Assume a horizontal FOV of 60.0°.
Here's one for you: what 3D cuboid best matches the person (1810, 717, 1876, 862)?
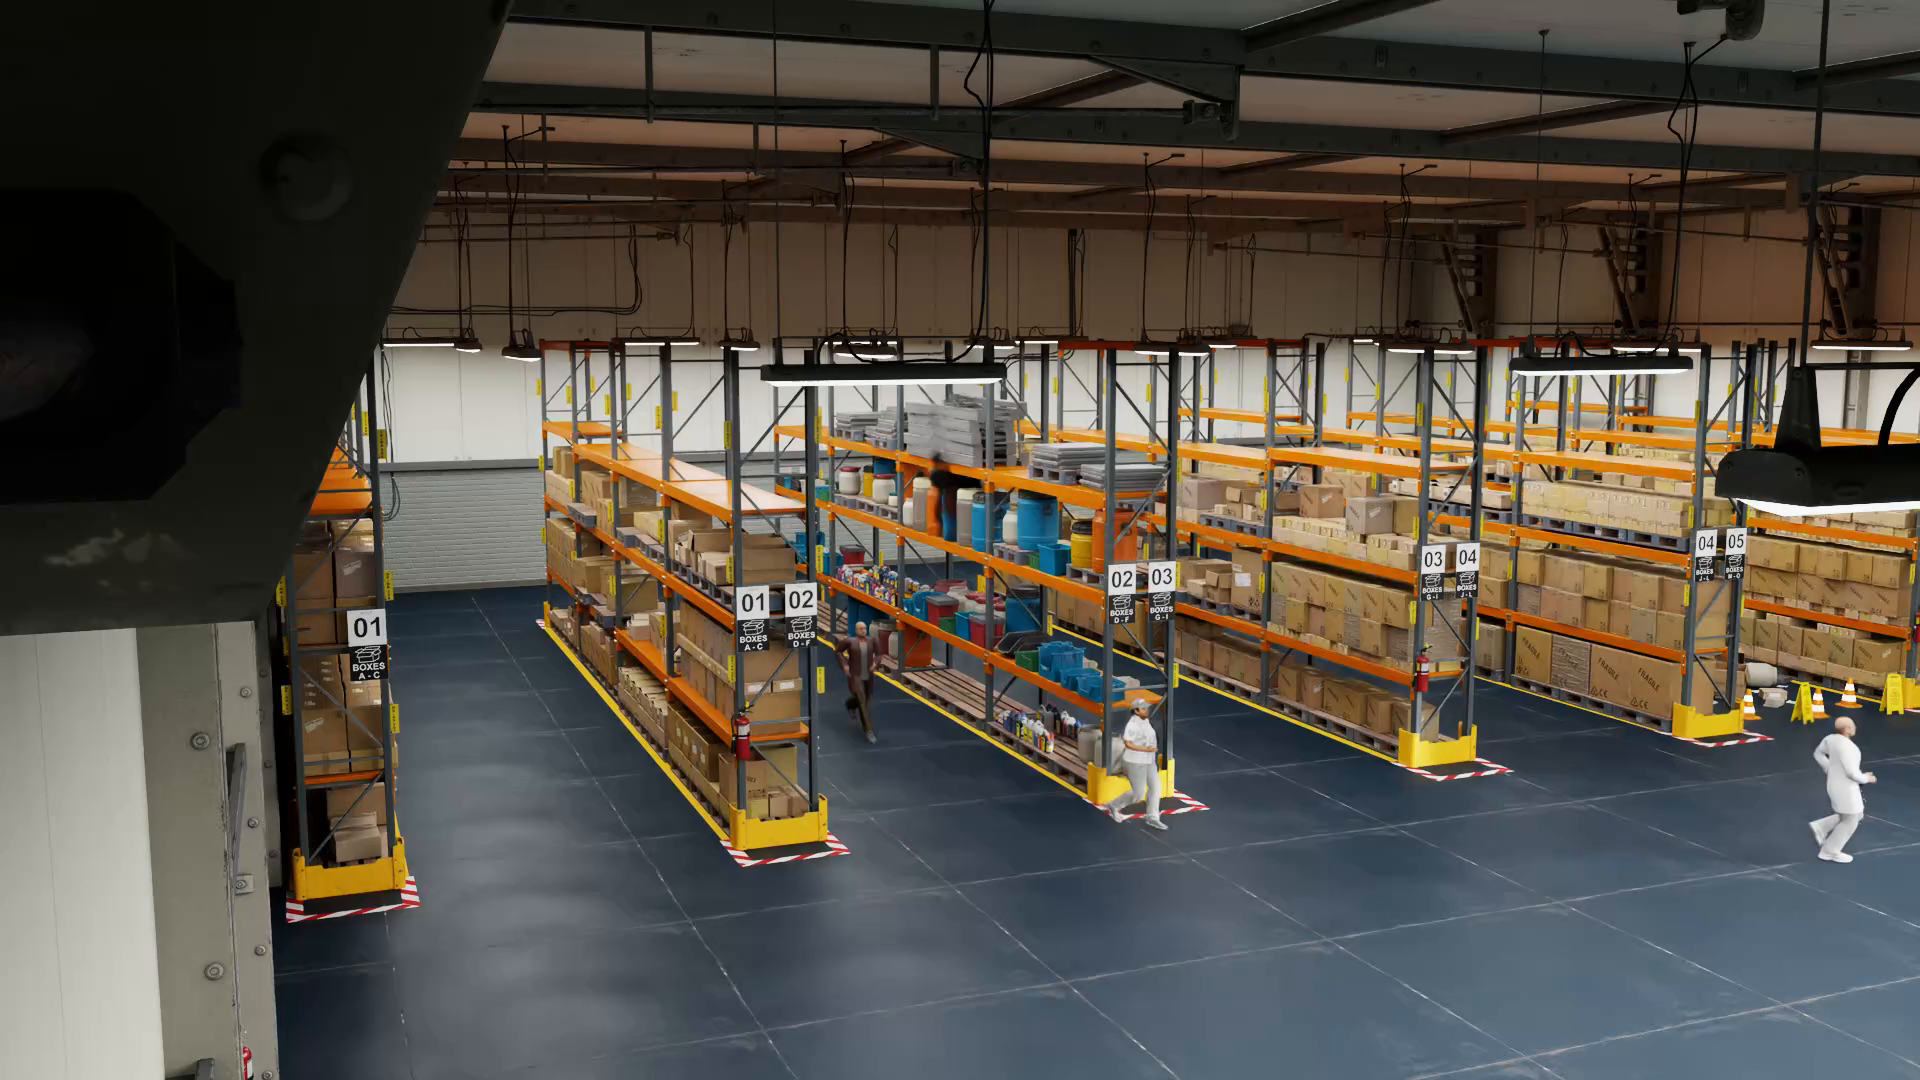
[{"bbox_3d":[10.428,2.936,19.599,0.631,1.737,0.705,1,7,7],"label":"person"}]

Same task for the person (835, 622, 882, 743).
[{"bbox_3d":[-1.533,2.141,25.664,0.674,1.805,1.202,-4,9,-31],"label":"person"}]

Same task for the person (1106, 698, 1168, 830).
[{"bbox_3d":[2.235,2.808,20.899,0.781,1.677,0.610,4,8,28],"label":"person"}]
